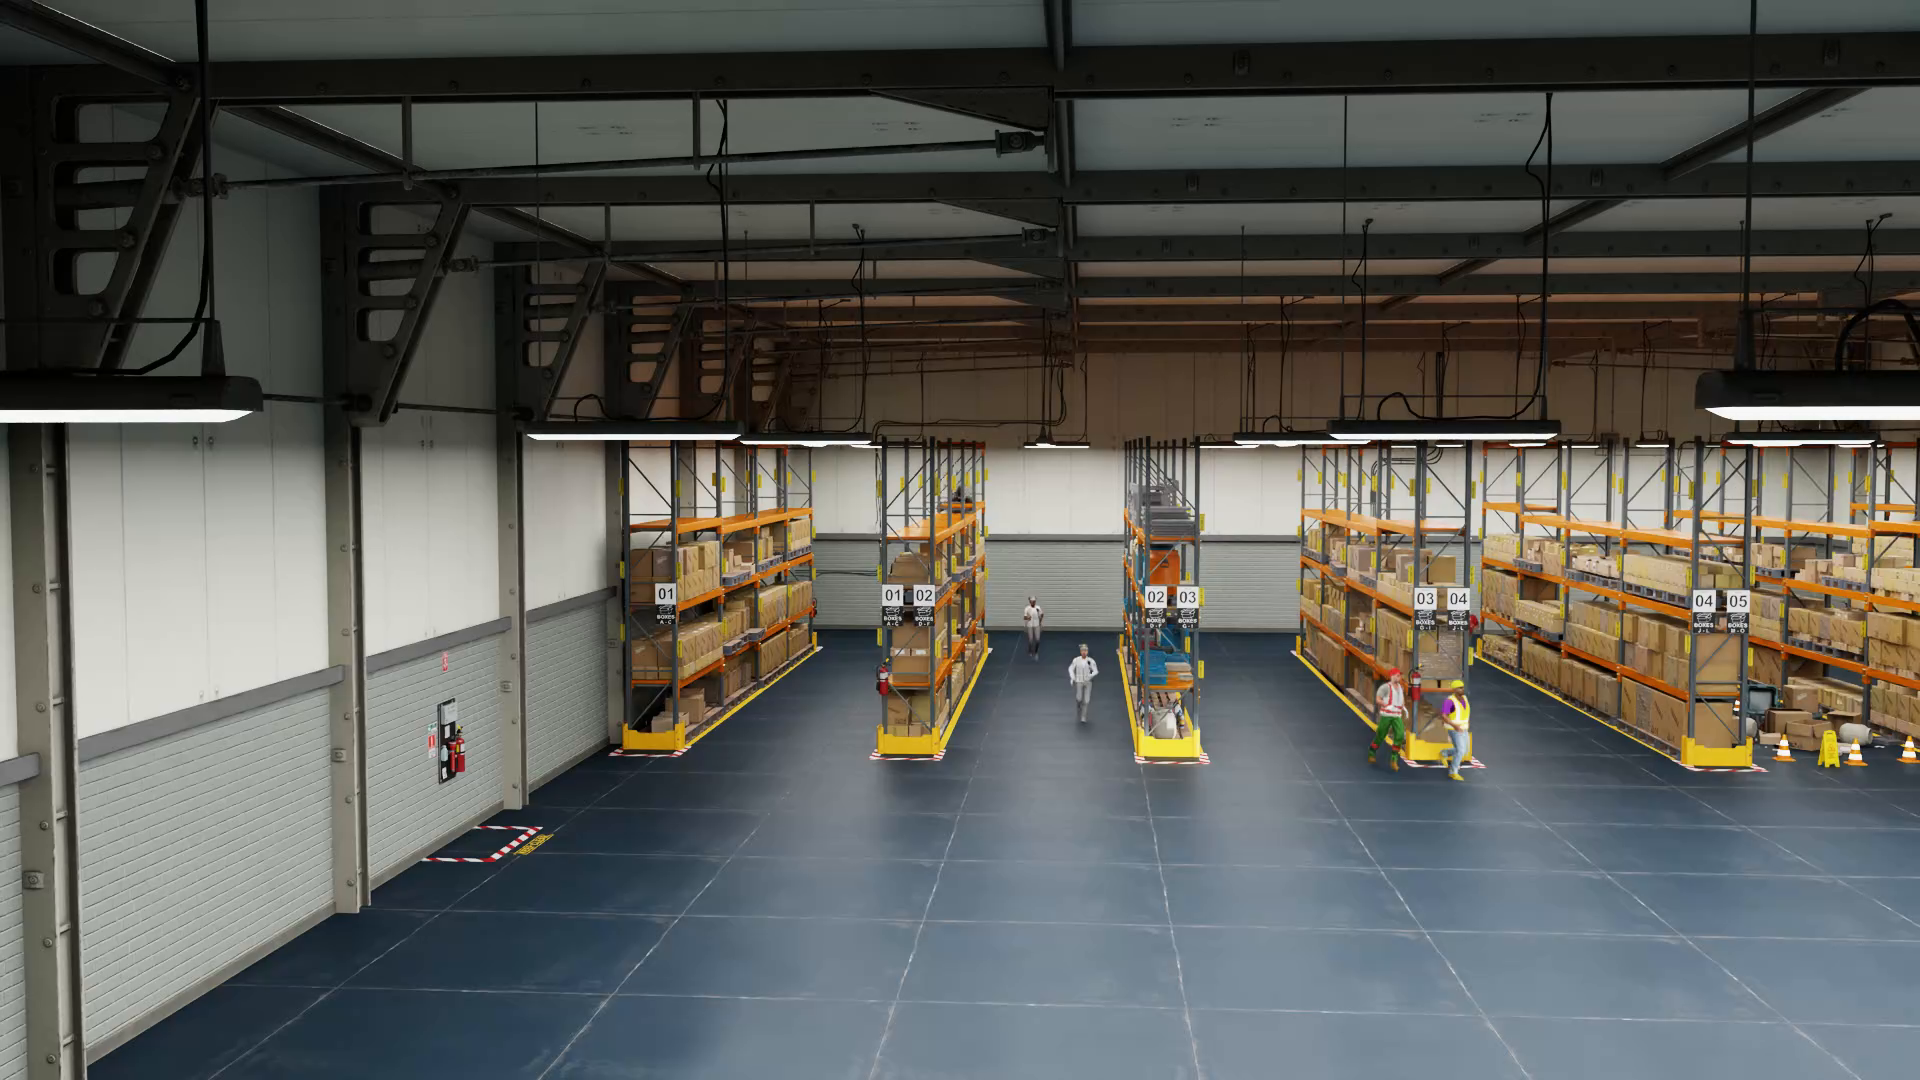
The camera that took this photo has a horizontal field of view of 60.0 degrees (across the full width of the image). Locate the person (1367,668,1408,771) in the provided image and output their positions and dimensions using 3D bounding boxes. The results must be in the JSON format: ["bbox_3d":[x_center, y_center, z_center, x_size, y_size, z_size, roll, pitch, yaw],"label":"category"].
[{"bbox_3d":[7.828,3.220,30.119,0.730,1.819,0.732,-1,3,-23],"label":"person"}]

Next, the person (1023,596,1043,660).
[{"bbox_3d":[1.981,2.363,44.711,0.555,1.728,0.660,0,3,-1],"label":"person"}]

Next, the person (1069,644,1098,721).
[{"bbox_3d":[2.607,3.016,35.079,0.612,1.650,0.530,0,3,2],"label":"person"}]

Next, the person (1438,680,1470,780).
[{"bbox_3d":[8.666,3.308,29.142,0.717,1.741,0.664,-2,4,-37],"label":"person"}]

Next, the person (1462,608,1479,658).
[{"bbox_3d":[13.126,2.578,43.312,0.657,1.755,0.990,0,3,-2],"label":"person"}]
